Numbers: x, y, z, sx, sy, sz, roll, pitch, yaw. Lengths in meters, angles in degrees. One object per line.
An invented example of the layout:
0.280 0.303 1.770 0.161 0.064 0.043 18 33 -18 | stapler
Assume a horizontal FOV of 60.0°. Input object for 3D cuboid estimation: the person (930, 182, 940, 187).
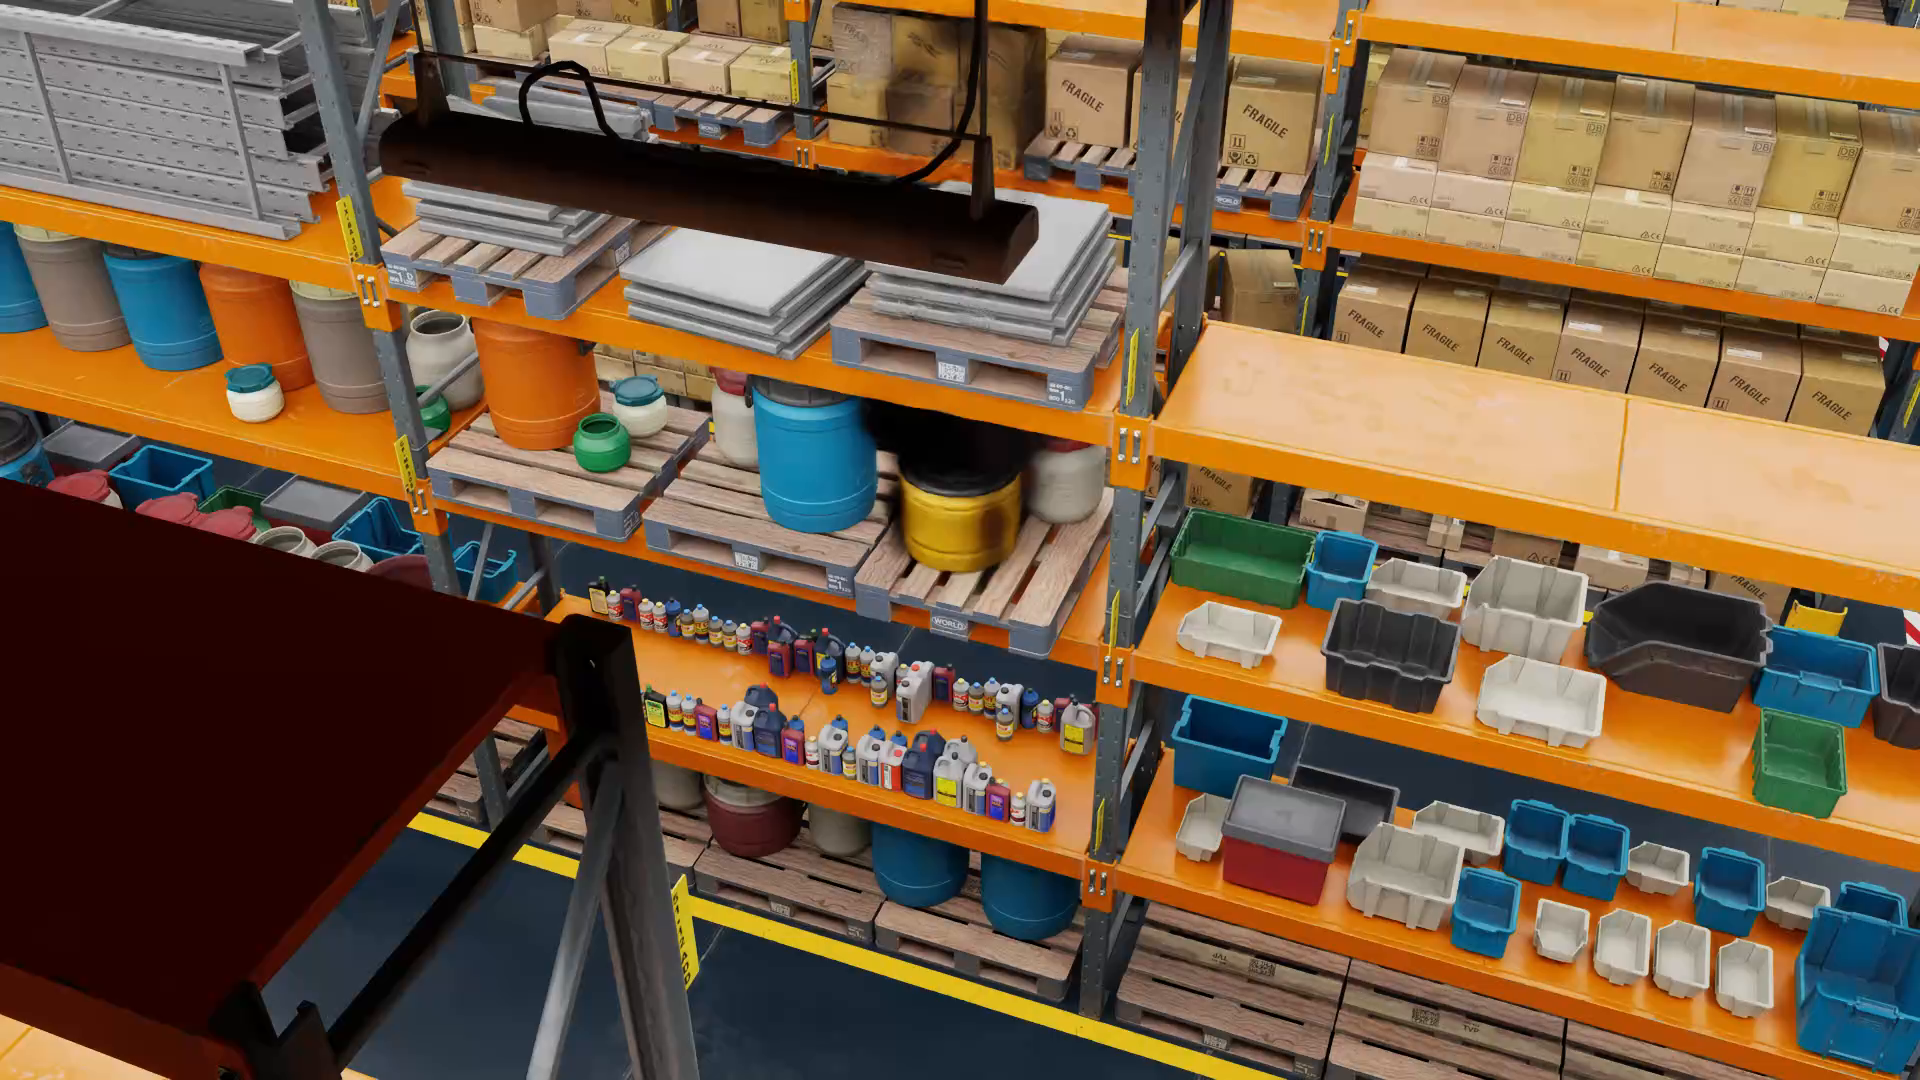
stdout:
0.055 -3.007 16.115 0.864 1.599 0.621 1 36 1 | person
